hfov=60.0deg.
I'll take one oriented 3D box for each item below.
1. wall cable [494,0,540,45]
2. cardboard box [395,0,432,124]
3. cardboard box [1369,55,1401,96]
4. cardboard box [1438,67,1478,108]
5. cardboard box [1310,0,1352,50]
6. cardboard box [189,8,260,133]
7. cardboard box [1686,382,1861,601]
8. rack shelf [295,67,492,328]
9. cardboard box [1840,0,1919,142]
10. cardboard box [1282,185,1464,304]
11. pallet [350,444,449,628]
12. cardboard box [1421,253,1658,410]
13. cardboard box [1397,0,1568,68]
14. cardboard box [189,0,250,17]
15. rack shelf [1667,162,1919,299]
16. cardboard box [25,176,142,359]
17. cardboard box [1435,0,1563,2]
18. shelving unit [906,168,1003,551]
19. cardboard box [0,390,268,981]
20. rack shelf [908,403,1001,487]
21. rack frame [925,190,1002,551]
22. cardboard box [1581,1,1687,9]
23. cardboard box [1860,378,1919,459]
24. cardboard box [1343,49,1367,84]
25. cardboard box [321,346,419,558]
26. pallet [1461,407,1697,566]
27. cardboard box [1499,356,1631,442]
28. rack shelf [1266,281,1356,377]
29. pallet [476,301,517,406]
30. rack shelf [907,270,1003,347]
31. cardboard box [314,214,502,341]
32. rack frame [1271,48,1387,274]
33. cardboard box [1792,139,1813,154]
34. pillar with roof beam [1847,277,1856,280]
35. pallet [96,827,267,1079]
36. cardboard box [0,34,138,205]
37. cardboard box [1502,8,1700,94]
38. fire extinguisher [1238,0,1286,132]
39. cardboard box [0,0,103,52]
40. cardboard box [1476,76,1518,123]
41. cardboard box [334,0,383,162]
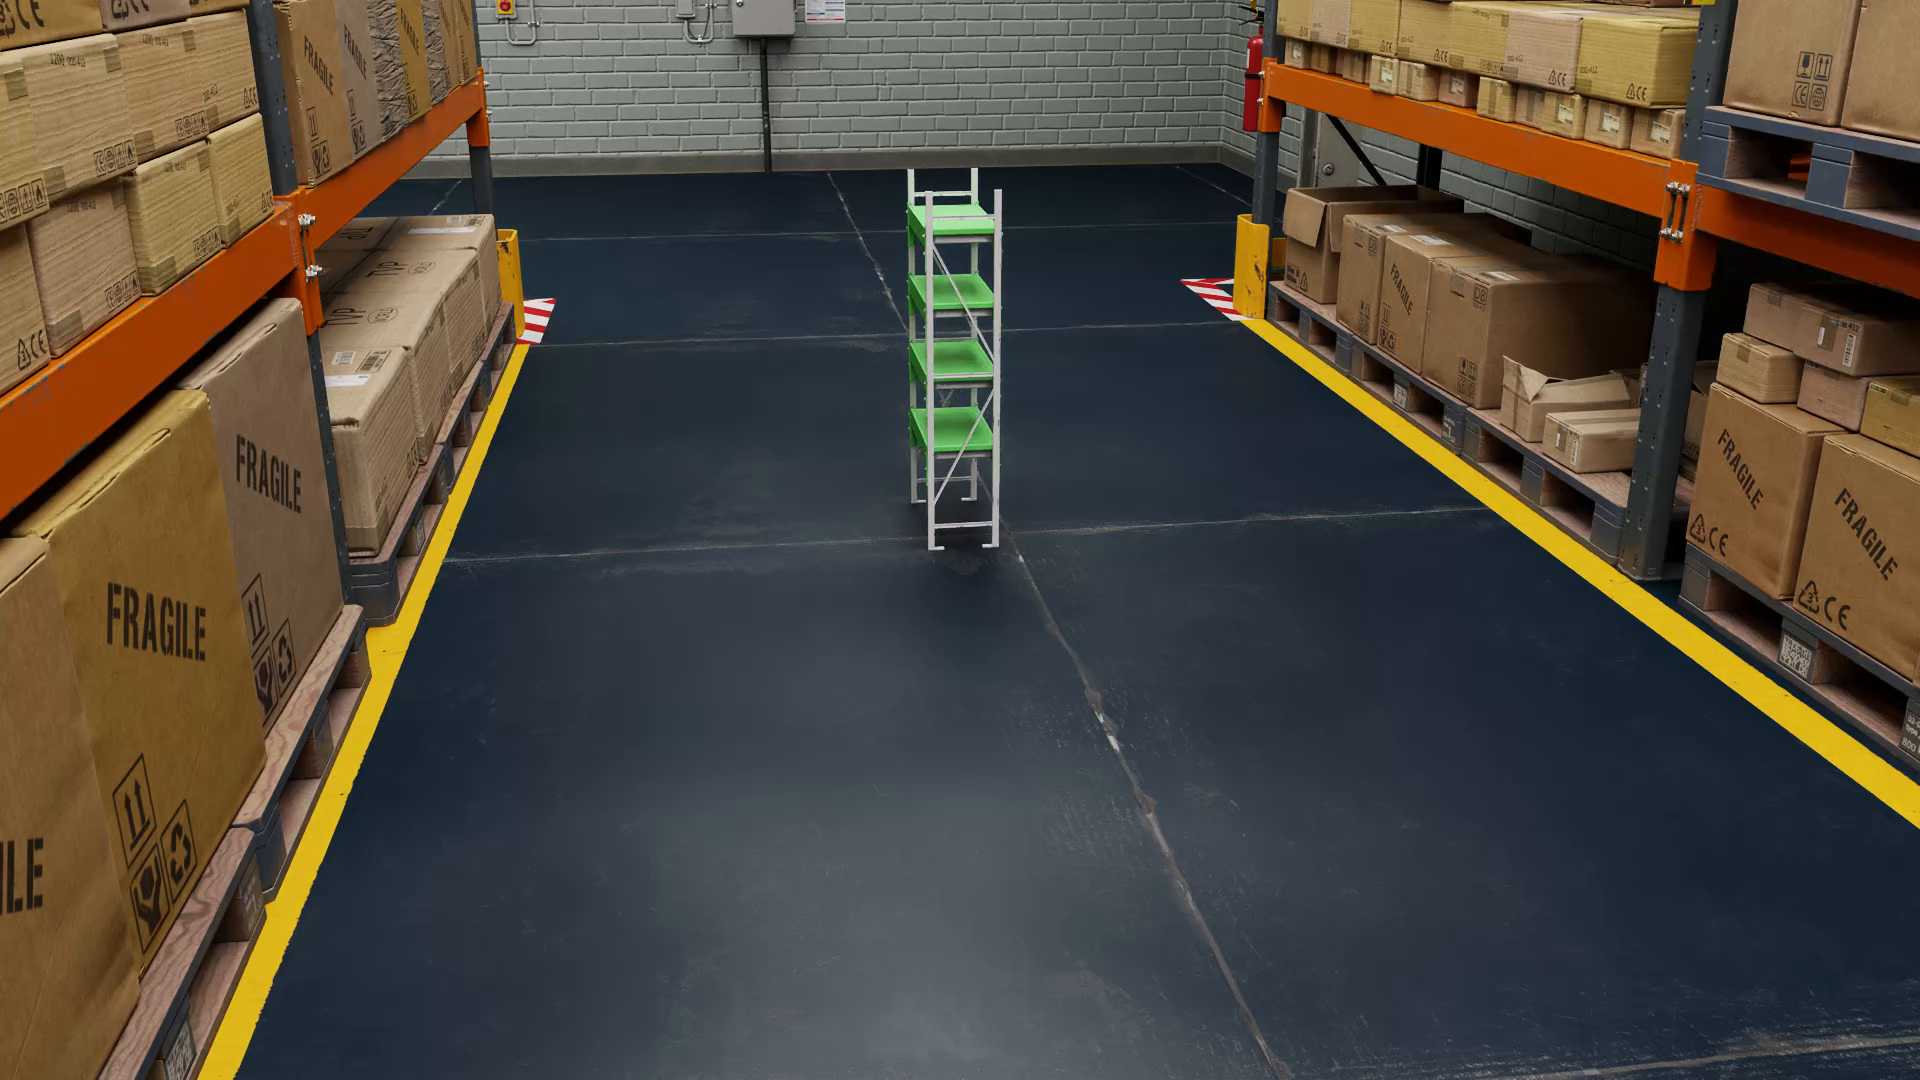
[{"bbox_3d":[-3.668,-4.886,13.013,0.585,1.953,0.123,-3,21,-8],"label":"wall cable"},{"bbox_3d":[-2.272,-1.807,6.124,0.500,0.500,0.500,-2,21,-6],"label":"cardboard box"},{"bbox_3d":[1.992,-2.002,7.148,0.380,0.149,0.250,-4,21,-9],"label":"cardboard box"},{"bbox_3d":[2.155,-1.826,6.677,0.380,0.149,0.250,-3,21,-8],"label":"cardboard box"},{"bbox_3d":[1.951,-2.419,7.696,0.500,0.250,0.500,-3,21,-7],"label":"cardboard box"},{"bbox_3d":[-1.951,-1.083,3.828,0.500,0.250,0.500,-3,21,-8],"label":"cardboard box"},{"bbox_3d":[2.503,-0.158,4.823,0.500,0.500,0.500,-2,21,-5],"label":"cardboard box"},{"bbox_3d":[-2.543,-1.415,6.244,1.077,0.370,4.000,-3,21,-8],"label":"rack shelf"},{"bbox_3d":[2.579,-1.196,3.889,0.700,0.500,0.500,-3,21,-7],"label":"cardboard box"},{"bbox_3d":[2.074,-1.506,8.430,0.797,0.503,0.637,-4,21,-10],"label":"cardboard box"},{"bbox_3d":[-2.287,-0.020,5.468,1.003,0.211,1.213,-3,21,-8],"label":"pallet"},{"bbox_3d":[2.308,-0.847,6.670,0.700,0.500,0.500,-4,21,-10],"label":"cardboard box"},{"bbox_3d":[2.122,-2.068,6.756,0.500,0.250,0.500,-3,21,-9],"label":"cardboard box"},{"bbox_3d":[-1.942,-1.432,3.692,0.500,0.500,0.500,-2,21,-6],"label":"cardboard box"},{"bbox_3d":[2.944,-0.281,3.210,1.077,0.370,4.000,-3,21,-8],"label":"rack shelf"},{"bbox_3d":[-1.815,-0.494,2.966,0.500,0.250,0.500,-3,21,-9],"label":"cardboard box"},{"bbox_3d":[2.095,-2.426,6.642,0.500,0.500,0.500,-2,21,-6],"label":"cardboard box"},{"bbox_3d":[-0.024,-0.619,5.660,0.258,1.200,0.503,-3,21,-8],"label":"shelving unit"},{"bbox_3d":[-1.949,0.263,3.163,0.875,0.875,0.875,-2,21,-6],"label":"cardboard box"},{"bbox_3d":[-0.024,-0.335,5.766,0.258,0.148,0.480,-3,21,-8],"label":"rack shelf"},{"bbox_3d":[0.011,-0.535,5.433,0.240,1.200,0.015,-3,21,-8],"label":"rack frame"},{"bbox_3d":[2.700,-1.917,6.351,0.500,0.250,0.500,-2,21,-7],"label":"cardboard box"},{"bbox_3d":[2.609,-0.322,4.338,0.380,0.149,0.250,-4,21,-11],"label":"cardboard box"},{"bbox_3d":[1.986,-2.185,7.638,0.380,0.149,0.250,-2,21,-6],"label":"cardboard box"},{"bbox_3d":[-2.239,-0.278,5.236,0.875,0.438,0.875,-3,21,-9],"label":"cardboard box"},{"bbox_3d":[2.558,-0.242,6.063,1.003,0.211,1.213,-3,21,-8],"label":"pallet"},{"bbox_3d":[2.234,-0.528,6.151,0.396,0.266,0.258,-2,21,-6],"label":"cardboard box"},{"bbox_3d":[-11.733,0.255,1.034,30.696,2.800,11.642,-3,21,-8],"label":"rack shelf"},{"bbox_3d":[-2.639,-0.865,7.730,1.003,0.211,1.213,-3,21,-8],"label":"pallet"},{"bbox_3d":[-0.024,-0.784,5.598,0.258,0.148,0.480,-3,21,-8],"label":"rack shelf"},{"bbox_3d":[-2.638,-1.217,7.749,0.875,0.438,0.875,-4,21,-10],"label":"cardboard box"},{"bbox_3d":[2.076,-2.695,8.646,0.949,2.616,0.053,-3,21,-8],"label":"rack frame"},{"bbox_3d":[2.878,-1.323,5.331,0.380,0.149,0.250,-3,21,-8],"label":"cardboard box"},{"bbox_3d":[-0.812,-4.190,4.075,9.100,9.000,0.400,-3,21,-8],"label":"pillar with roof beam"},{"bbox_3d":[-1.890,0.934,2.914,1.003,0.211,1.213,-3,21,-8],"label":"pallet"},{"bbox_3d":[-1.791,-0.731,2.886,0.500,0.250,0.500,-2,21,-6],"label":"cardboard box"},{"bbox_3d":[2.254,-1.717,5.814,0.500,0.250,0.500,-3,21,-8],"label":"cardboard box"},{"bbox_3d":[1.601,-2.512,8.799,0.296,0.674,0.183,-3,21,-8],"label":"fire extinguisher"},{"bbox_3d":[-1.807,-1.077,2.741,0.500,0.500,0.500,-2,21,-6],"label":"cardboard box"},{"bbox_3d":[2.164,-1.648,6.200,0.380,0.149,0.250,-3,21,-9],"label":"cardboard box"},{"bbox_3d":[-2.132,-1.456,5.185,0.500,0.500,0.500,-3,21,-7],"label":"cardboard box"}]
